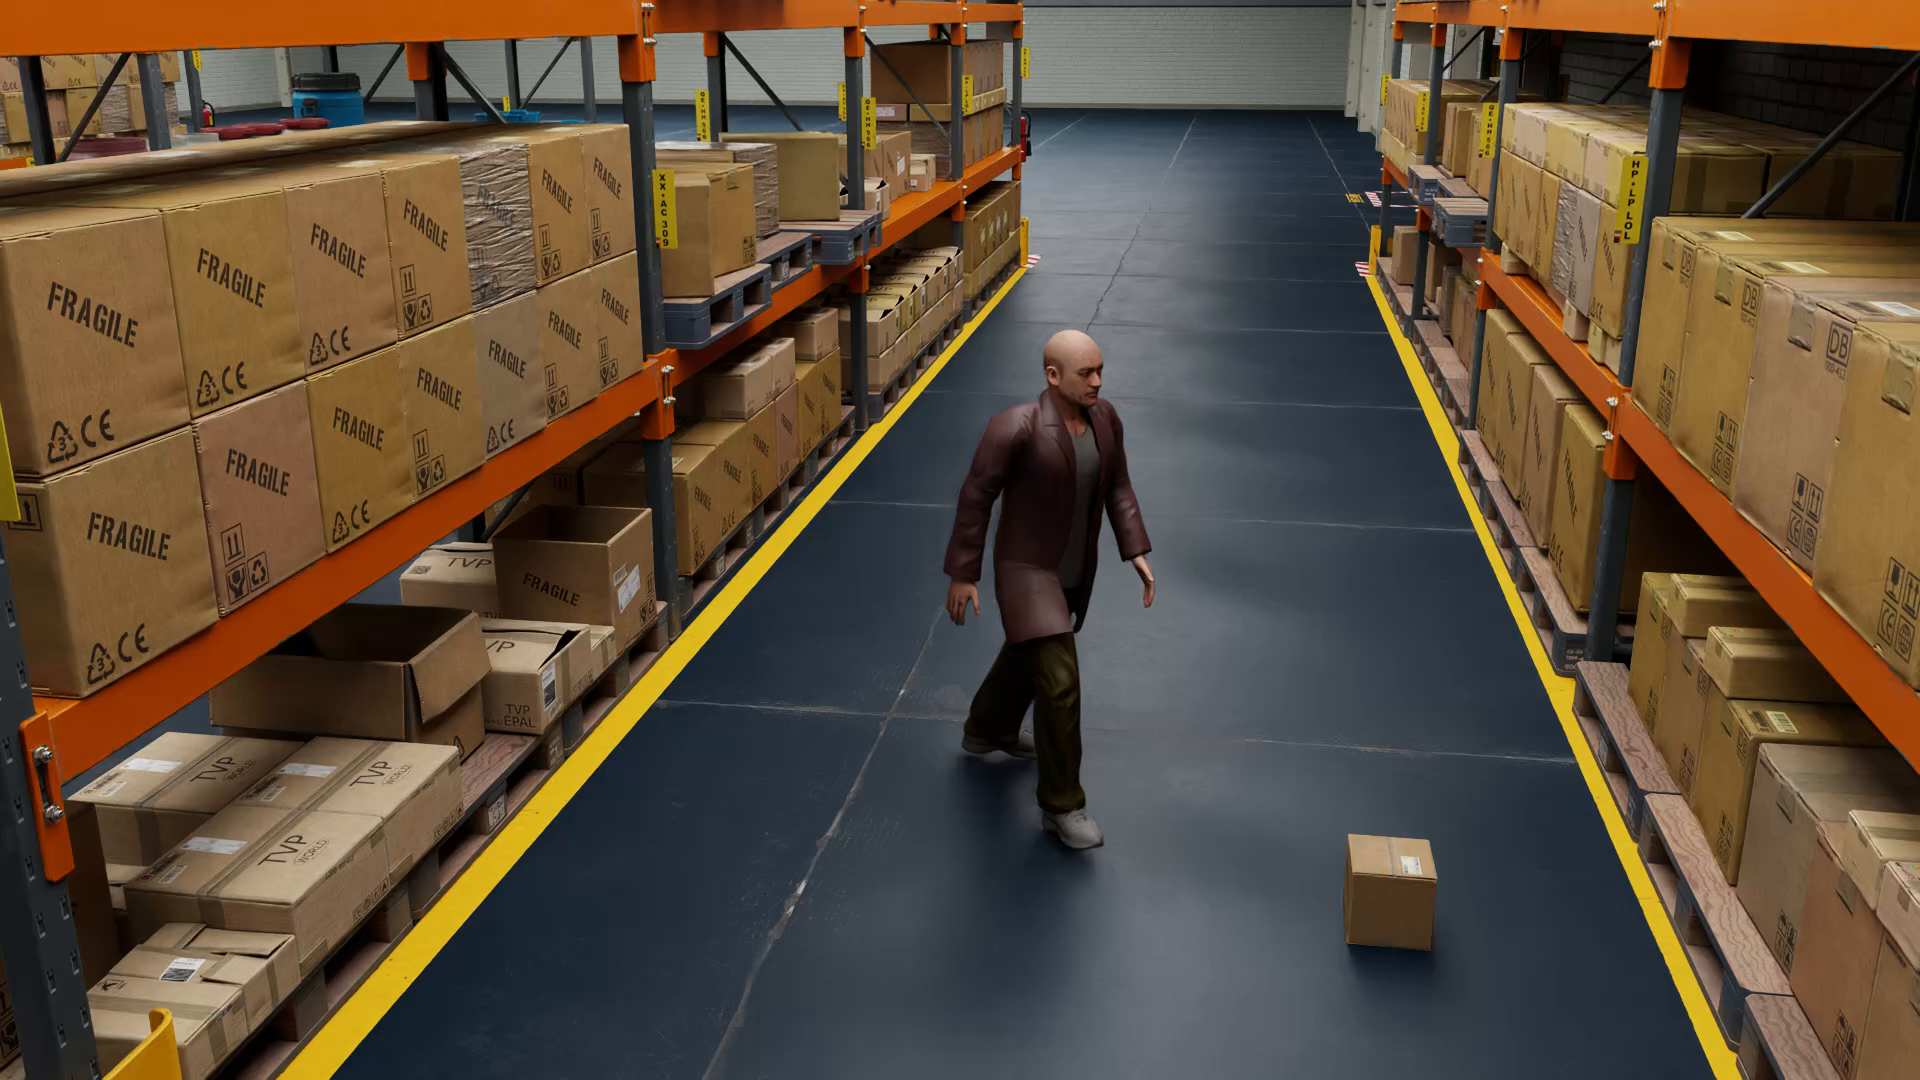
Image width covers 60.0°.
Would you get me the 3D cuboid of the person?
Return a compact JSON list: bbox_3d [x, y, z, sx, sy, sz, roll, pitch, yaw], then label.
[{"bbox_3d":[0.302,0.107,5.777,0.695,1.711,0.960,-17,24,-42],"label":"person"}]
